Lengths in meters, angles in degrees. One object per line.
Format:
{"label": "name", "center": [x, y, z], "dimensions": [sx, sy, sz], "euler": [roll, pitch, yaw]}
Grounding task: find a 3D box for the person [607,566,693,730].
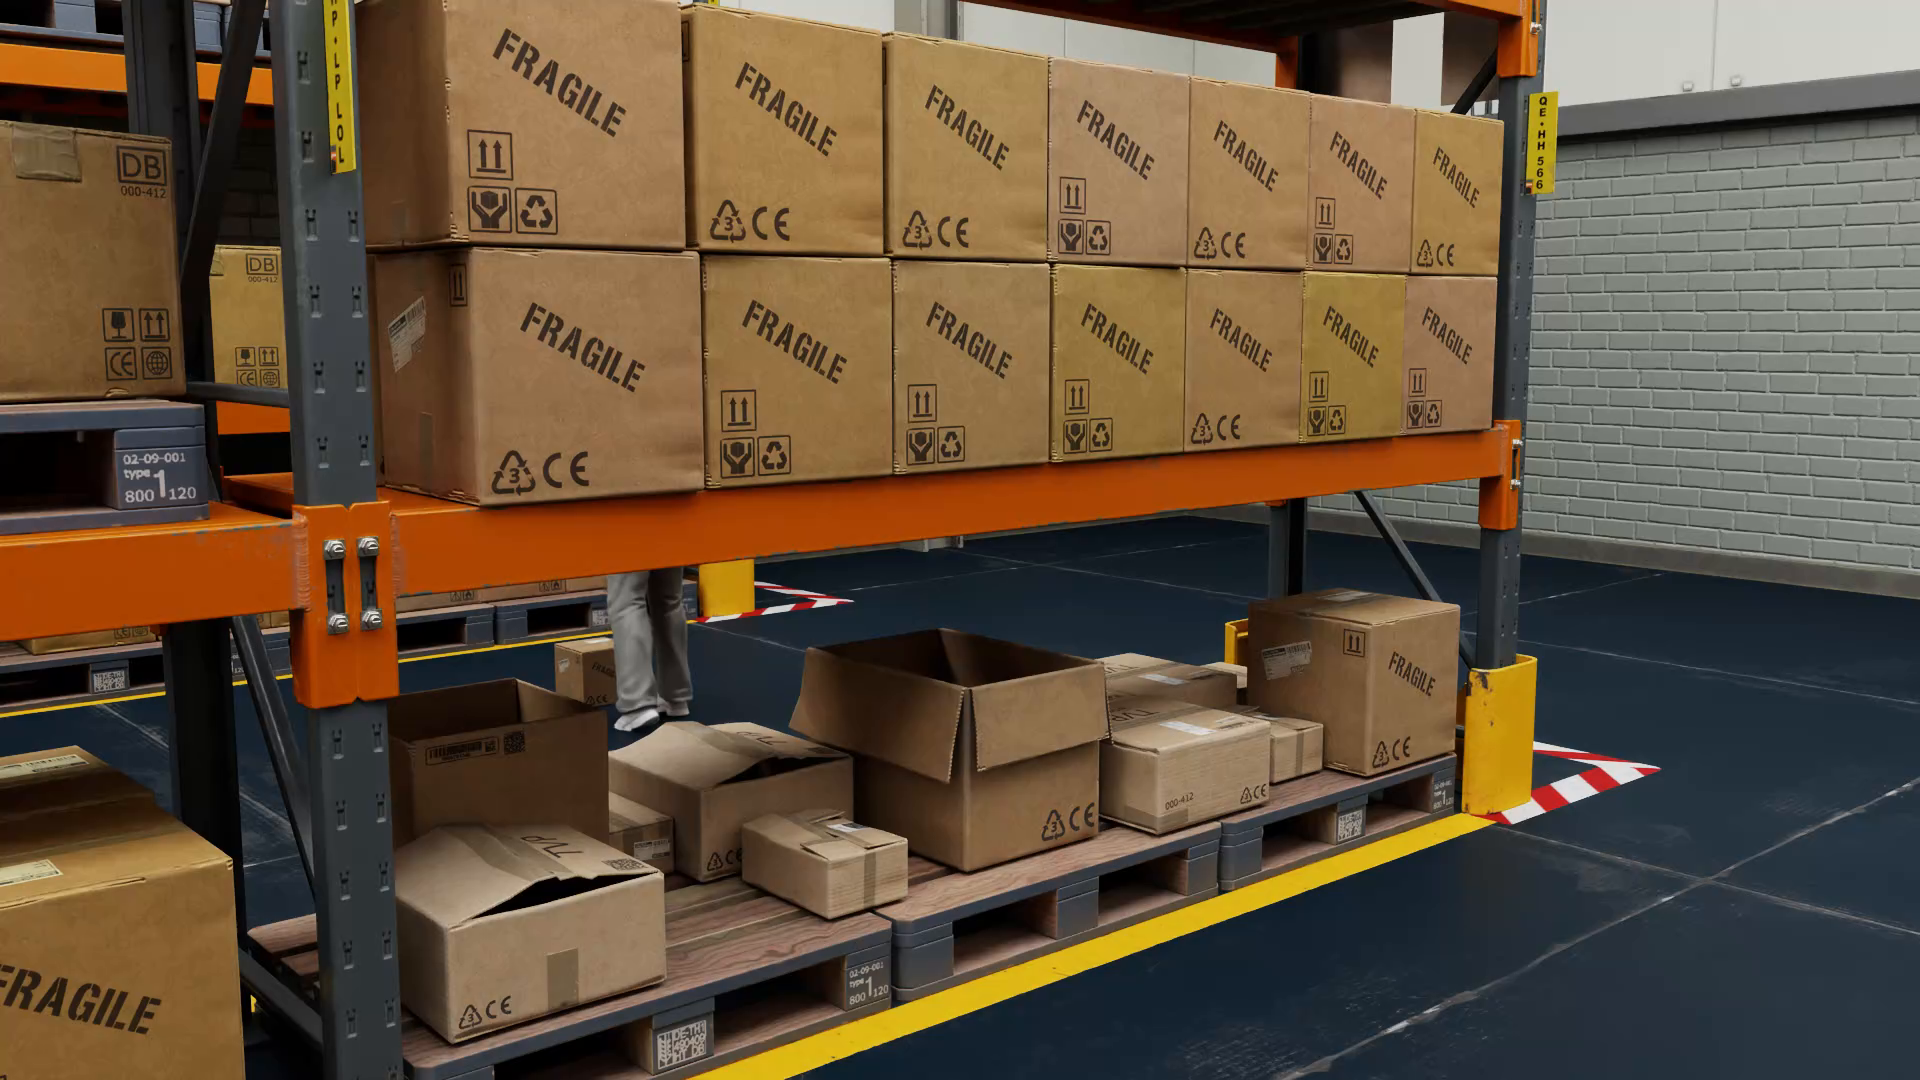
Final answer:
{"label": "person", "center": [-1.299, -0.036, 6.885], "dimensions": [0.443, 1.748, 0.442], "euler": [-6, 10, -39]}
